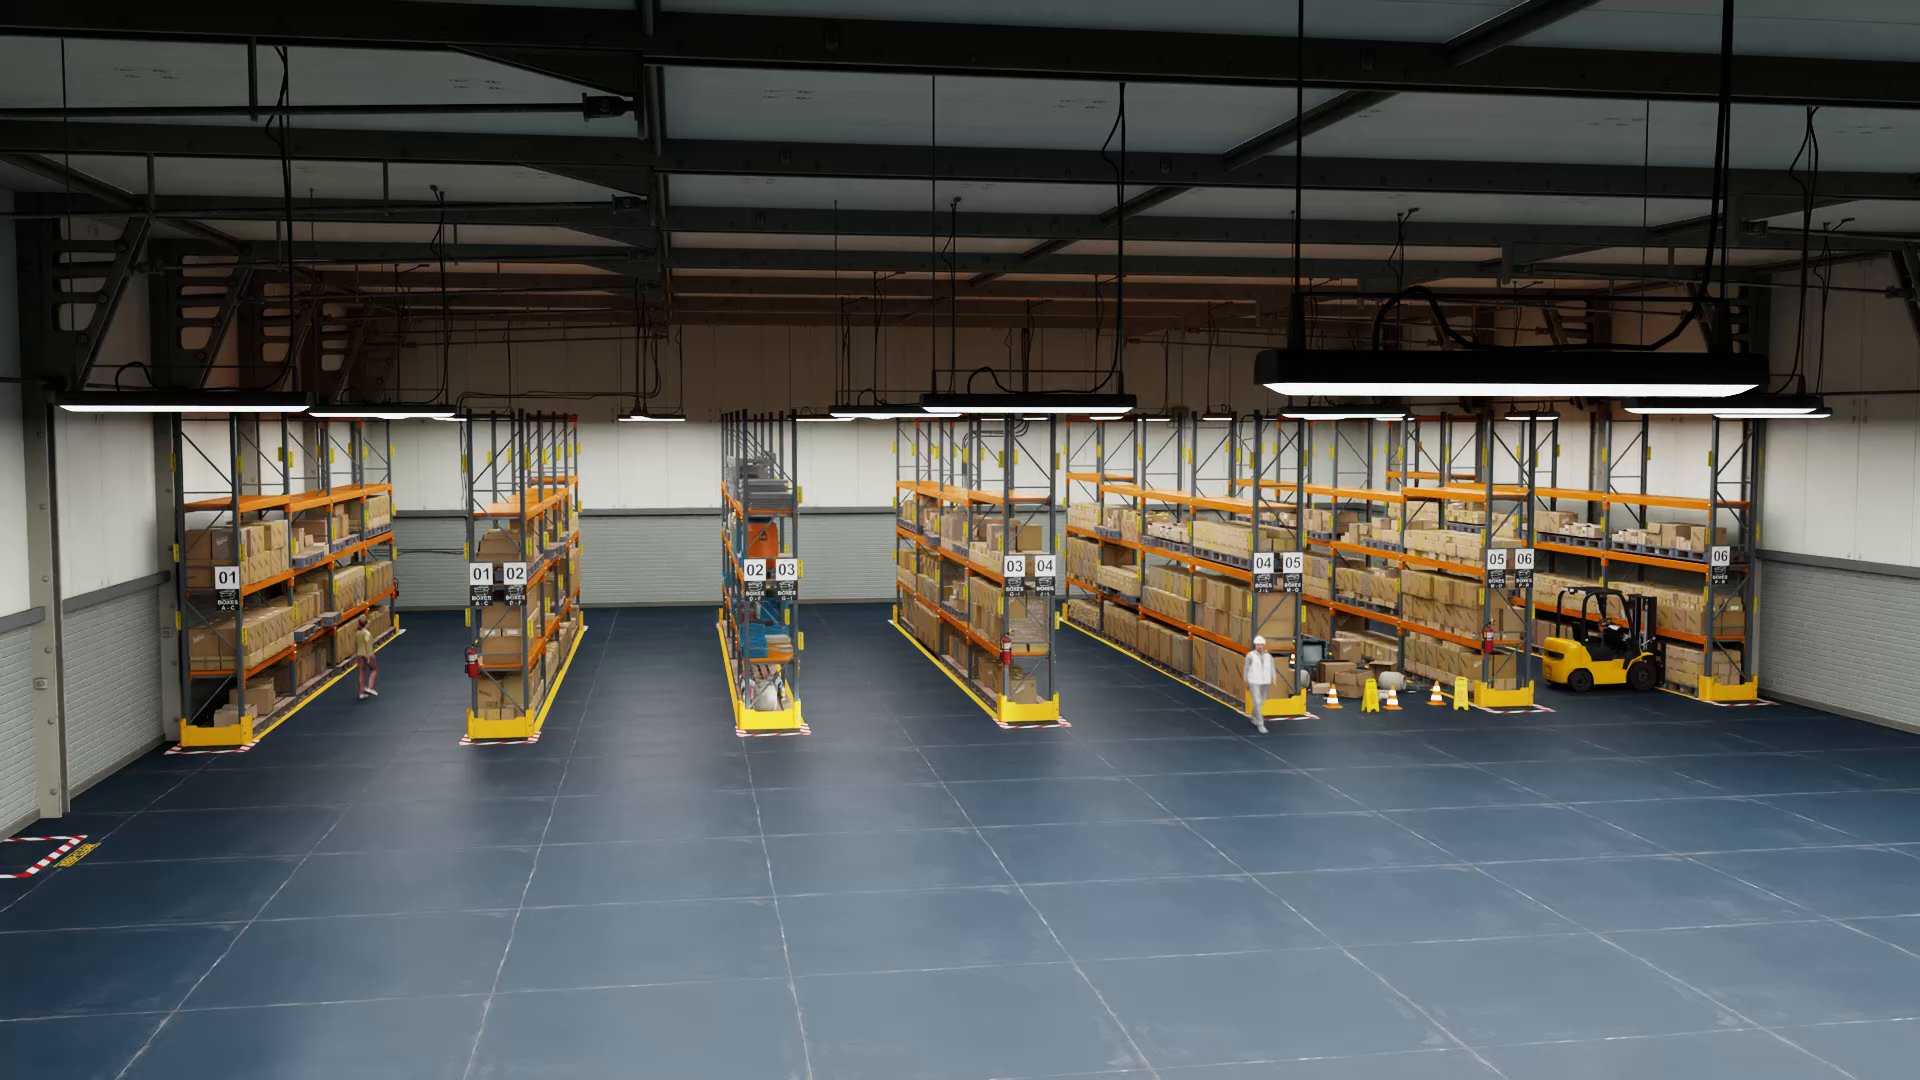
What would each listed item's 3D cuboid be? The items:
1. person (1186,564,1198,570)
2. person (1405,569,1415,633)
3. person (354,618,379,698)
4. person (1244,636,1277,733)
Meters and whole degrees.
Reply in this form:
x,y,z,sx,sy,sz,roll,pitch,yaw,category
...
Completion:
x,y,z,sx,sy,sz,roll,pitch,yaw,category
7.216,1.274,51.584,0.559,1.676,0.480,-2,4,-25,person
12.322,1.667,45.190,0.571,1.761,0.493,-3,5,-37,person
-12.463,2.456,34.782,0.478,1.656,0.516,0,4,5,person
5.630,2.669,31.100,0.559,1.746,0.888,-1,4,-15,person
